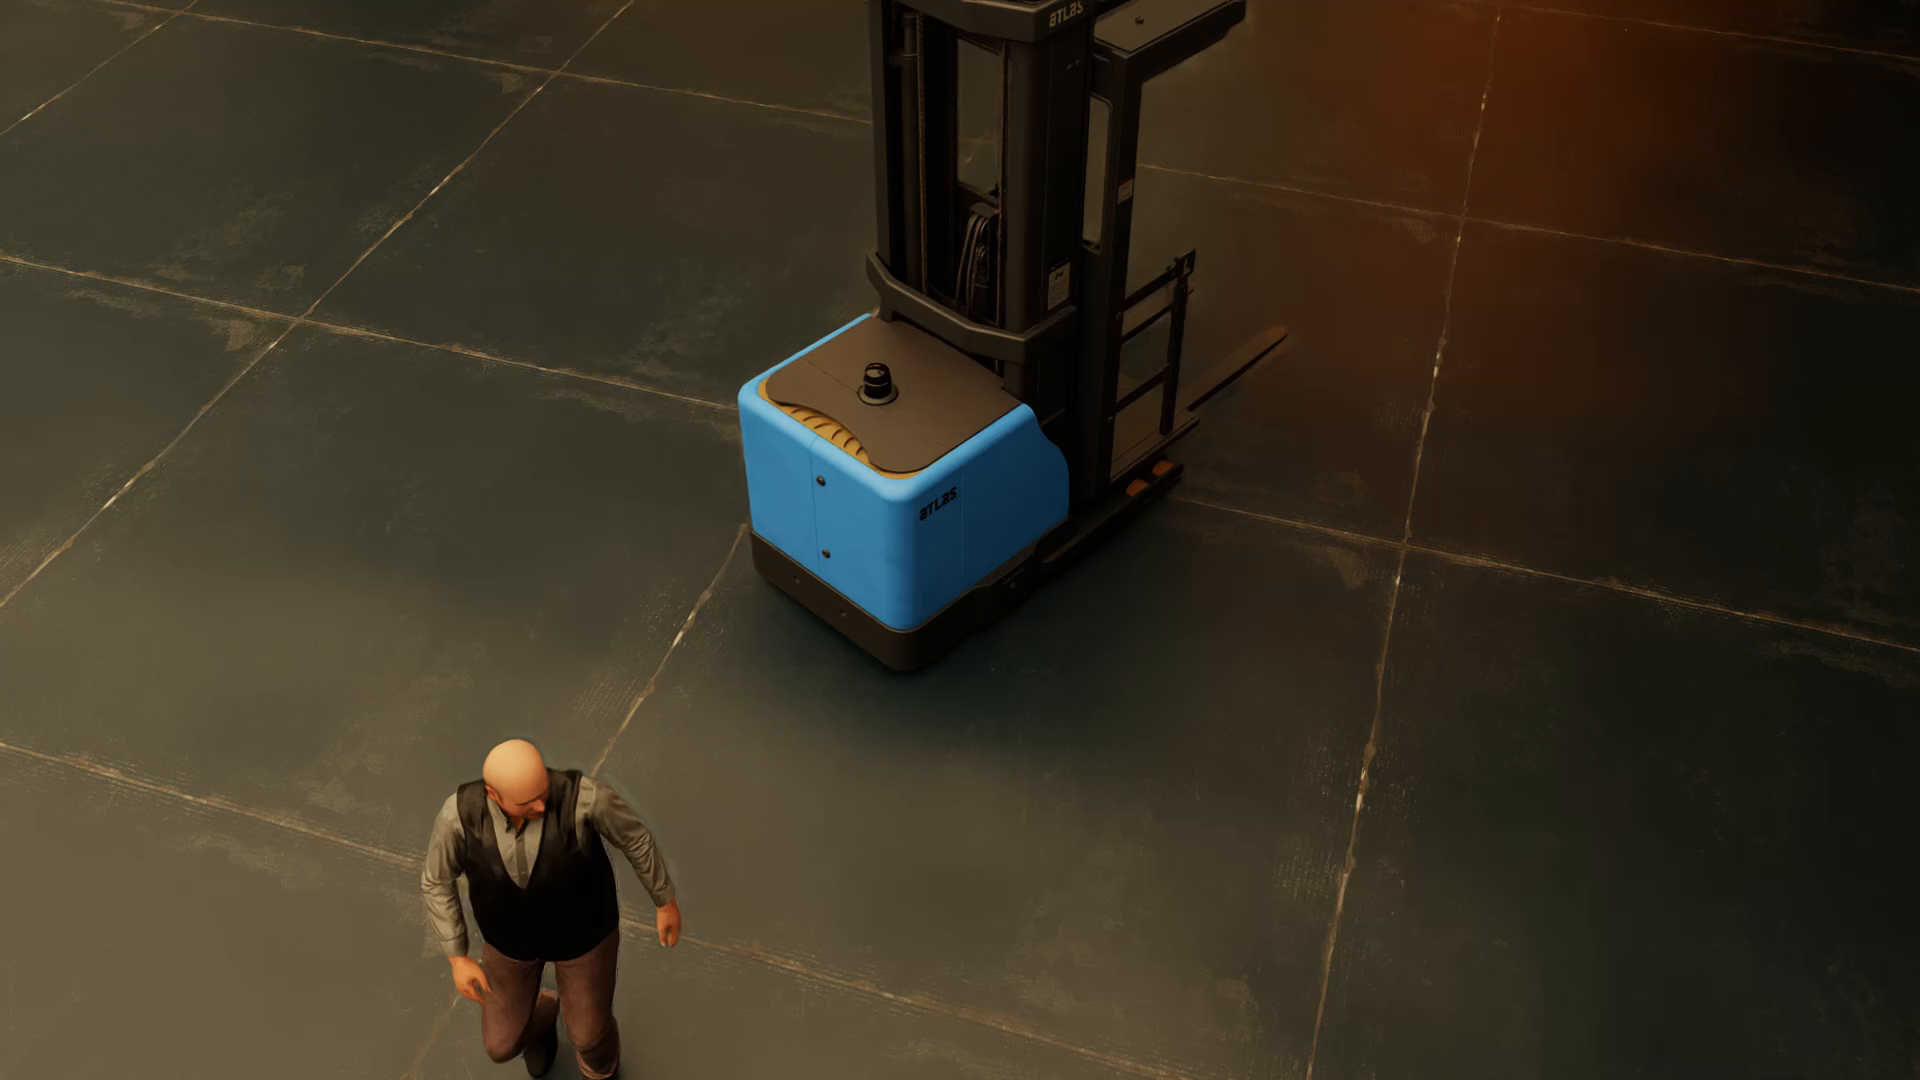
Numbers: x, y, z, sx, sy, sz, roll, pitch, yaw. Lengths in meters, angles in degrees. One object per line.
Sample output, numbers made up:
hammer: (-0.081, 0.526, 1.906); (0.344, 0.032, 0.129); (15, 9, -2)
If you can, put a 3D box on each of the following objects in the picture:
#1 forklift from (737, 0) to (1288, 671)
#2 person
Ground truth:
forklift: (0.432, -1.419, 7.215); (1.130, 2.935, 3.031); (33, 52, 30)
person: (-1.261, 1.252, 5.262); (0.760, 1.688, 0.481); (1, 43, 1)
